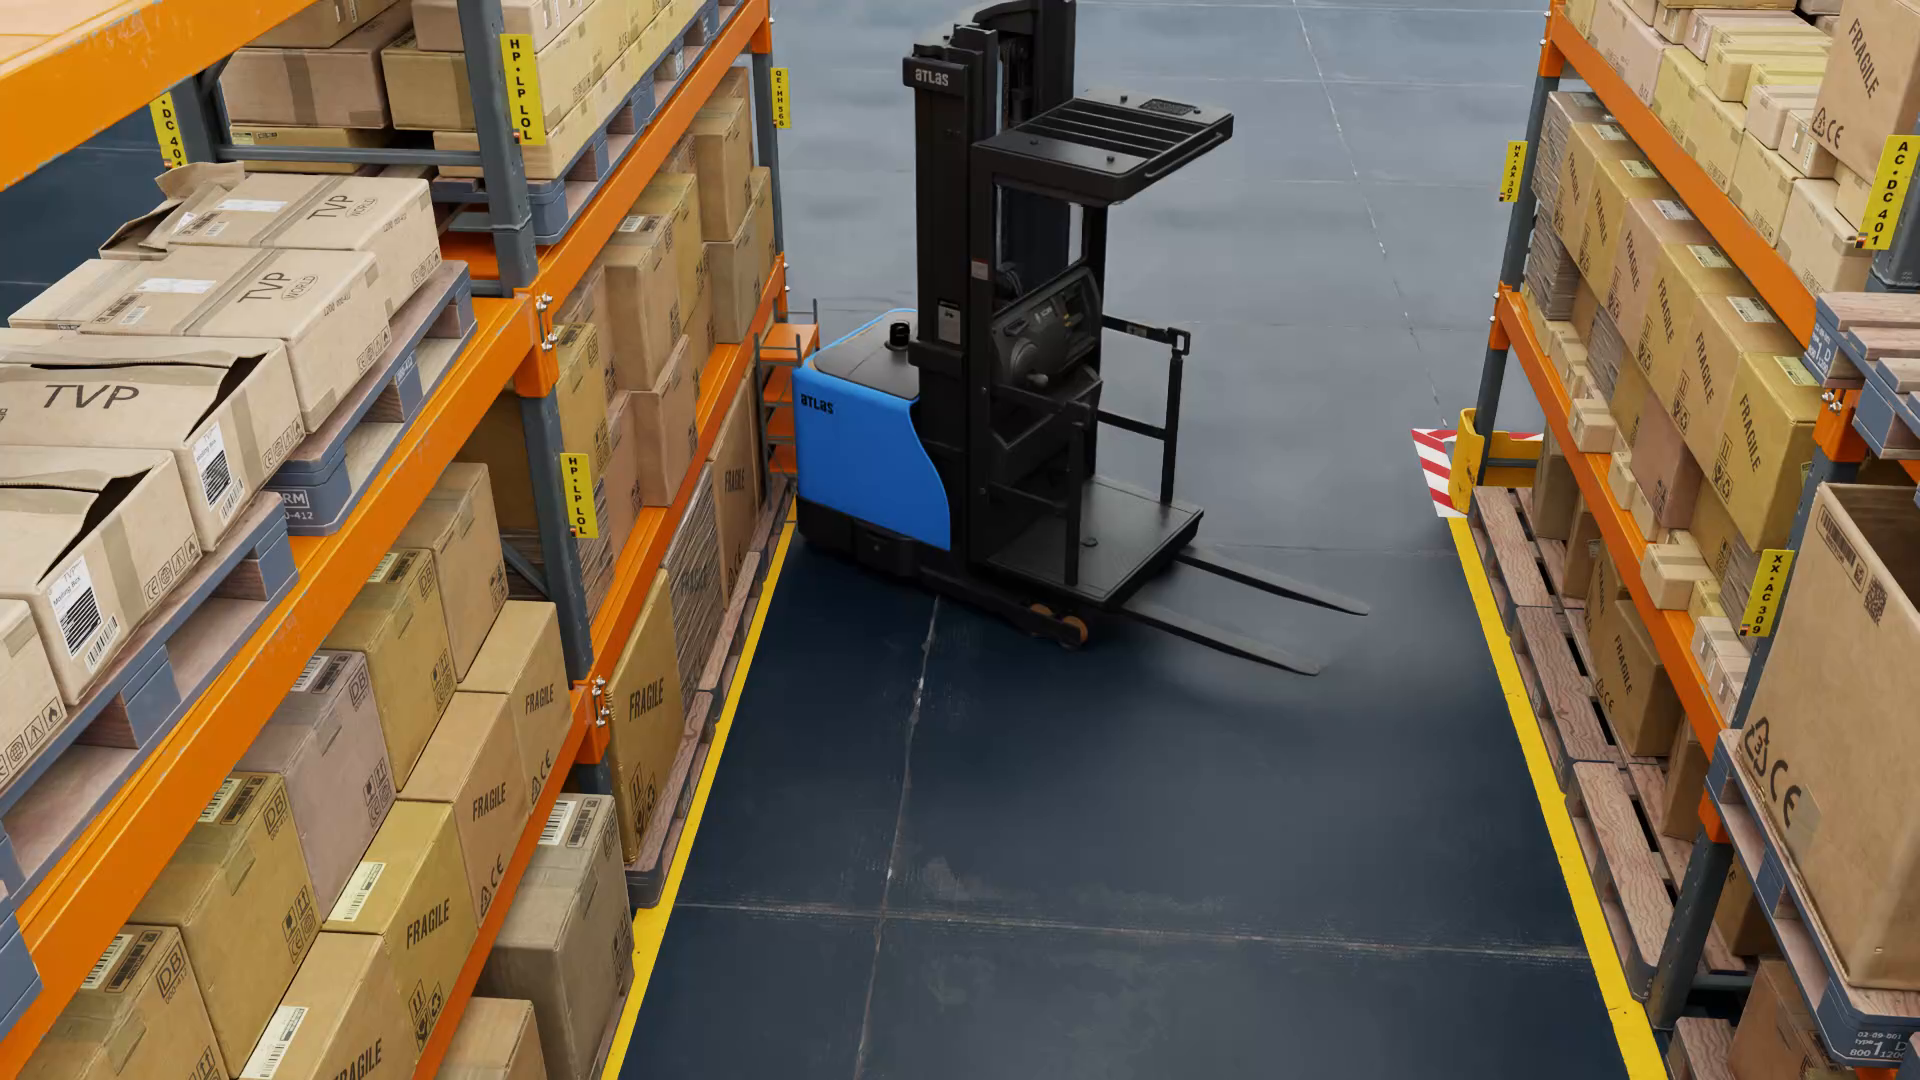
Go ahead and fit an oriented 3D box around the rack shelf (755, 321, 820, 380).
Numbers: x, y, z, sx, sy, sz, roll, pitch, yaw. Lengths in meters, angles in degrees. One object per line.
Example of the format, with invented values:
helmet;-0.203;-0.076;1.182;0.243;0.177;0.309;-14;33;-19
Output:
rack shelf;-0.919;-1.009;8.907;0.258;0.148;0.480;2;30;5

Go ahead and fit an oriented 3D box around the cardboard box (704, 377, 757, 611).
cardboard box;-1.560;-0.254;8.428;0.875;0.875;0.875;2;32;3

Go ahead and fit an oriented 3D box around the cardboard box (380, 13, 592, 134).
cardboard box;-1.508;-1.511;5.347;0.500;0.250;0.500;3;32;4

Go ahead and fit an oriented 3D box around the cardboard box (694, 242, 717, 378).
cardboard box;-1.680;-1.089;8.016;0.875;0.550;0.550;2;32;4

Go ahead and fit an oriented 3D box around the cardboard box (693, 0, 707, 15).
cardboard box;-1.294;-2.336;7.067;0.380;0.149;0.250;3;32;4

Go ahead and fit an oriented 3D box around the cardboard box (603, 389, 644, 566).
cardboard box;-1.786;-0.252;6.657;0.875;0.550;0.550;2;32;4

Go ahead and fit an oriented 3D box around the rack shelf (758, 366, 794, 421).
rack shelf;-0.915;-0.804;9.025;0.258;0.148;0.480;2;30;5

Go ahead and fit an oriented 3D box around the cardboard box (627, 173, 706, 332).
cardboard box;-1.617;-1.268;7.275;0.875;0.550;0.500;2;32;4

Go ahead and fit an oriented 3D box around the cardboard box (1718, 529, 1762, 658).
cardboard box;3.207;0.157;5.758;0.875;0.500;0.500;2;32;4

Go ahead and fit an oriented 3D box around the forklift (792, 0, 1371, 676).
forklift;0.606;-1.015;8.103;3.031;2.935;1.130;20;37;29

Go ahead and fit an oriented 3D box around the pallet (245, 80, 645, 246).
pallet;-1.750;-1.373;5.844;1.003;0.211;1.213;2;32;4

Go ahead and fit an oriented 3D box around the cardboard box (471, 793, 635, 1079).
cardboard box;-1.788;1.401;5.861;1.050;0.750;0.750;2;32;4

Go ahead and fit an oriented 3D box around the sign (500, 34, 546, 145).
sign;-1.285;-1.319;4.879;0.100;0.325;0.005;2;32;4

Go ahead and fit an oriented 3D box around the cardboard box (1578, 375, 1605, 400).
cardboard box;3.078;-0.633;7.658;0.380;0.149;0.250;2;32;4

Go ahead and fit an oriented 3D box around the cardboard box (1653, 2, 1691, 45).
cardboard box;3.042;-2.103;6.707;0.380;0.149;0.250;1;32;2

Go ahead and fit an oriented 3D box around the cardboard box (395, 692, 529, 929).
cardboard box;-1.644;0.800;4.998;0.500;0.500;0.500;2;32;3

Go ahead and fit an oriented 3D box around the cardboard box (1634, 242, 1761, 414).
cardboard box;2.952;-0.806;6.367;0.500;0.500;0.500;2;32;4

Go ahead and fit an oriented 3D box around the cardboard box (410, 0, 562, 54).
cardboard box;-1.458;-1.613;5.132;0.380;0.149;0.250;3;32;4

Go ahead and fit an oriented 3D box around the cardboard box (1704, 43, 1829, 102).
cardboard box;2.949;-1.696;6.047;0.380;0.149;0.250;4;32;6

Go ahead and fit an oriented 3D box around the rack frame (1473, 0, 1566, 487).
rack frame;3.434;-1.533;8.878;1.000;3.000;0.127;2;32;4

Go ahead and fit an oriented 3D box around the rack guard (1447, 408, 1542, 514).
rack guard;3.428;-0.429;9.470;1.175;0.500;0.348;2;32;4

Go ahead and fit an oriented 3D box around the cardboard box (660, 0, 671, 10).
cardboard box;-1.387;-2.303;6.633;0.500;0.250;0.500;3;32;4

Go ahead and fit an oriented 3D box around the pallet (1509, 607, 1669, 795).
pallet;3.225;0.753;7.826;1.003;0.211;1.213;2;32;4

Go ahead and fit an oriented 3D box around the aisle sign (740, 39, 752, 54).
aisle sign;-1.196;-2.929;8.665;0.394;0.787;0.004;2;32;4

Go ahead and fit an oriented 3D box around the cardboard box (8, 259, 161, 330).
cardboard box;-2.158;-0.566;4.194;0.250;0.149;0.380;2;32;4

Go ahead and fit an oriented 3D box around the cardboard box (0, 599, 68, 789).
cardboard box;-1.833;0.320;2.660;0.500;0.250;0.500;3;32;5

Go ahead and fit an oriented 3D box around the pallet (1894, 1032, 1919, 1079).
pallet;2.903;1.695;3.823;1.003;0.211;1.213;2;32;4

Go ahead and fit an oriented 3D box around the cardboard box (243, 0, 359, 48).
cardboard box;-2.115;-1.642;5.180;0.380;0.149;0.250;2;32;4

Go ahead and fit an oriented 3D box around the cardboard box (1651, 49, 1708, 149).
cardboard box;3.020;-1.704;6.440;0.500;0.250;0.500;3;32;5

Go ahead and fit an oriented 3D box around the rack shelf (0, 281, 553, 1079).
rack shelf;-1.989;0.369;3.619;1.077;0.370;4.000;2;32;4

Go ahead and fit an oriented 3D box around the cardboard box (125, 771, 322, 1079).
cardboard box;-1.985;0.883;3.910;0.700;0.500;0.500;2;32;3

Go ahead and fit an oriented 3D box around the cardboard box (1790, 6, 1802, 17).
cardboard box;3.531;-2.222;6.900;0.380;0.149;0.250;3;32;5

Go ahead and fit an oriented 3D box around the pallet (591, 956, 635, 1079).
pallet;-1.814;1.888;5.985;1.003;0.211;1.213;2;32;4

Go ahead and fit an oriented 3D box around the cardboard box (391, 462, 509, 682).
cardboard box;-1.861;0.086;5.204;0.700;0.500;0.500;2;32;3

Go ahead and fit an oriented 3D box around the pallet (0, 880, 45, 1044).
pallet;-2.153;0.850;2.332;1.213;0.211;1.003;4;32;6

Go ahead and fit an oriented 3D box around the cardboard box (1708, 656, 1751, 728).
cardboard box;2.833;0.541;5.753;0.380;0.149;0.250;2;32;4

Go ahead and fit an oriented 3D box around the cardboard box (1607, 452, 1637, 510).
cardboard box;2.970;-0.243;7.025;0.380;0.149;0.250;2;32;4

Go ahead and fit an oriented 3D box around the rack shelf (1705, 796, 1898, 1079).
rack shelf;2.946;1.911;3.976;1.077;0.370;4.000;2;32;4

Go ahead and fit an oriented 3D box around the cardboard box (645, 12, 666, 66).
cardboard box;-1.356;-1.939;6.422;0.380;0.149;0.250;2;32;4

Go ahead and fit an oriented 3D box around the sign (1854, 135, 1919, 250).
sign;2.567;-0.958;4.593;0.100;0.325;0.005;2;32;4

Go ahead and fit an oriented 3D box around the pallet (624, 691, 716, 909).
pallet;-1.687;1.087;7.285;1.003;0.211;1.213;2;32;4

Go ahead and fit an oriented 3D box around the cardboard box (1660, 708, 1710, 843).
cardboard box;3.220;0.937;6.853;0.500;0.500;0.500;13;34;19

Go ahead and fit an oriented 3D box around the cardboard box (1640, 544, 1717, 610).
cardboard box;2.852;0.147;6.392;0.380;0.149;0.250;2;32;4

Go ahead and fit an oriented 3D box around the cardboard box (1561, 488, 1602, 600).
cardboard box;3.352;-0.008;8.386;0.500;0.500;0.500;11;33;17

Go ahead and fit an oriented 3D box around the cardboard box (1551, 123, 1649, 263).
cardboard box;3.070;-1.591;7.640;0.500;0.500;0.500;2;32;4

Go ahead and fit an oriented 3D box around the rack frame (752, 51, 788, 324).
rack frame;-1.501;-1.798;9.308;1.000;3.000;0.127;2;32;4

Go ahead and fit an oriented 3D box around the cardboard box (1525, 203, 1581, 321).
cardboard box;3.362;-1.416;8.309;0.875;0.500;0.500;2;32;4

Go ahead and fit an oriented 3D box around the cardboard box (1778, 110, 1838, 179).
cardboard box;2.894;-1.277;5.367;0.380;0.149;0.250;1;32;2

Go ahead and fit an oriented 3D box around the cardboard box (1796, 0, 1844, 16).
cardboard box;3.560;-2.371;6.523;0.500;0.500;0.500;2;32;4

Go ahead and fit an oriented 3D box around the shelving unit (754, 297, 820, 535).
shelving unit;-0.913;-0.669;9.103;0.258;1.200;0.503;2;30;5

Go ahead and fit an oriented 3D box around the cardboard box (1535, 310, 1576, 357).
cardboard box;3.099;-1.027;8.297;0.380;0.149;0.250;2;32;4

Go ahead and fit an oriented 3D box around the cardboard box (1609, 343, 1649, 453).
cardboard box;3.305;-0.629;7.032;0.875;0.500;0.500;2;32;4

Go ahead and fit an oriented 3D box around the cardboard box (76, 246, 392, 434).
cardboard box;-1.708;-0.485;3.967;0.500;0.250;0.500;2;32;4

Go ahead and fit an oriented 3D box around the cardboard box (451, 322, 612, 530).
cardboard box;-1.762;-0.421;5.902;0.875;0.550;0.550;2;32;4

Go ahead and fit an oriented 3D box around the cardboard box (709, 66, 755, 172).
cardboard box;-1.570;-2.129;8.673;0.875;0.550;0.550;2;32;4

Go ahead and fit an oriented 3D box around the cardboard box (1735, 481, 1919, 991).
cardboard box;2.904;0.534;4.552;1.000;1.000;1.000;3;32;4

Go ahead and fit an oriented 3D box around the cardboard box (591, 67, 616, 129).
cardboard box;-1.417;-1.539;5.773;0.380;0.149;0.250;2;32;4

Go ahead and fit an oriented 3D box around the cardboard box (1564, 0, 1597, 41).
cardboard box;3.137;-2.505;7.740;0.500;0.250;0.500;3;32;5

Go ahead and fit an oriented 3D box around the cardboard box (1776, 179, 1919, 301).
cardboard box;2.886;-0.904;5.142;0.500;0.250;0.500;4;32;6
